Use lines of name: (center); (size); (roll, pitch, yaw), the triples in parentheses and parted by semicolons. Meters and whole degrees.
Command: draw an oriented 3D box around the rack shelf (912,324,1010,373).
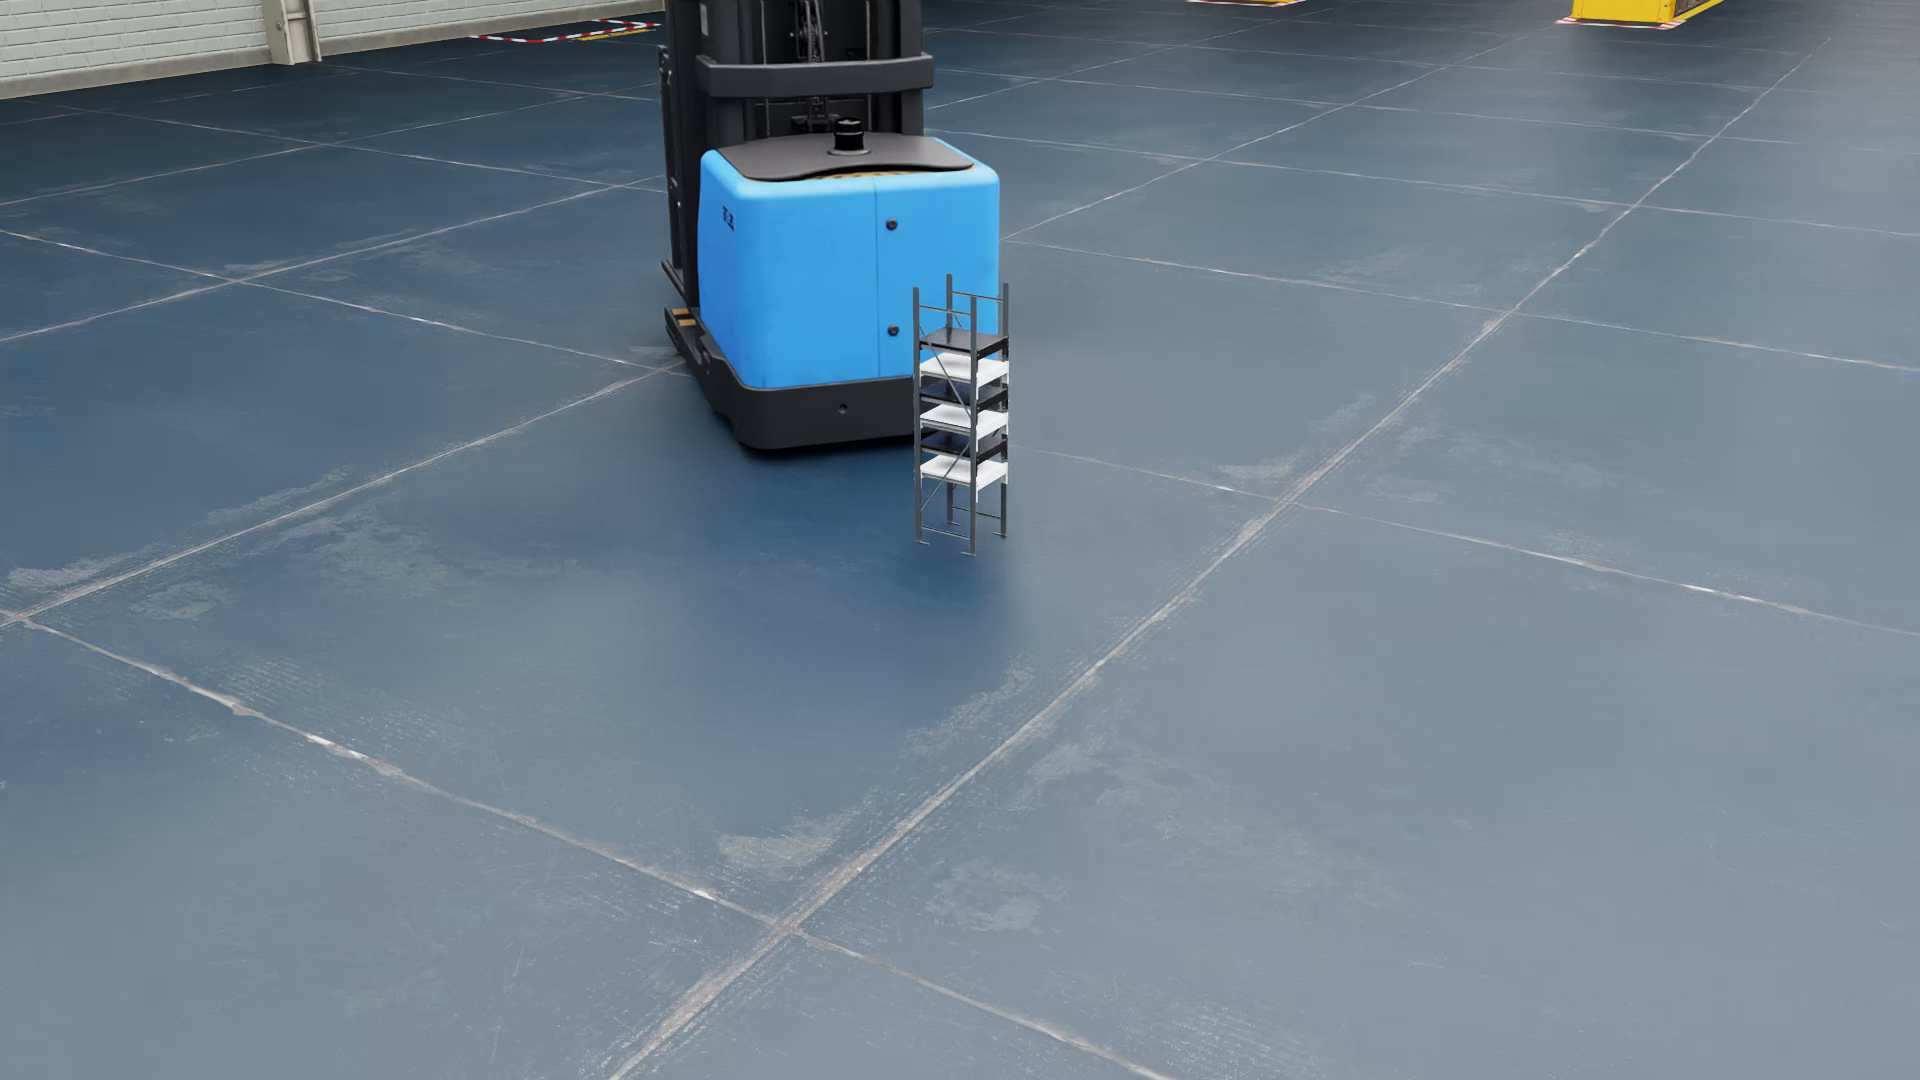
rack shelf: (0.004, -0.633, 5.484); (0.258, 0.077, 0.200); (14, 27, 29)

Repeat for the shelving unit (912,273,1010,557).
shelving unit: (0.004, -0.416, 5.578); (0.258, 0.900, 0.210); (14, 27, 29)

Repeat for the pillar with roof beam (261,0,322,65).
pillar with roof beam: (-3.178, -8.155, 13.260); (9.100, 9.000, 0.400); (14, 27, 29)

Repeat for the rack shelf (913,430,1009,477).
rack shelf: (0.004, -0.303, 5.627); (0.258, 0.077, 0.200); (14, 27, 29)

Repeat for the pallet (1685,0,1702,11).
pallet: (9.354, -7.299, 22.345); (1.003, 0.211, 1.213); (14, 27, 29)

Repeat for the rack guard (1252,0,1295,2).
rack guard: (4.058, -7.744, 23.010); (1.175, 0.500, 0.348); (14, 27, 29)

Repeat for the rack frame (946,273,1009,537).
rack frame: (0.058, -0.450, 5.657); (0.240, 0.900, 0.006); (14, 27, 29)

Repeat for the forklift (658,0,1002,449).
forklift: (-0.770, -2.250, 7.259); (1.130, 2.935, 3.031); (-7, 24, -16)

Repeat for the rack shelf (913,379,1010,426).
rack shelf: (0.004, -0.468, 5.555); (0.258, 0.077, 0.200); (14, 27, 29)

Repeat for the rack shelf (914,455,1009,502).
rack shelf: (0.004, -0.220, 5.662); (0.258, 0.077, 0.200); (14, 27, 29)

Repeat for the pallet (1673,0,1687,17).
pallet: (8.710, -6.889, 21.398); (1.003, 0.211, 1.213); (14, 27, 29)

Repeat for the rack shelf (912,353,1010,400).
rack shelf: (0.004, -0.550, 5.519); (0.258, 0.077, 0.200); (14, 27, 29)

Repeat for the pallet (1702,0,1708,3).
pallet: (9.997, -7.713, 23.300); (1.003, 0.211, 1.213); (14, 27, 29)

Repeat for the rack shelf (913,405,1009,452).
rack shelf: (0.004, -0.385, 5.591); (0.258, 0.077, 0.200); (14, 27, 29)

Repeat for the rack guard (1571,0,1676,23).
rack guard: (8.277, -6.749, 20.710); (1.175, 0.500, 0.348); (14, 27, 29)

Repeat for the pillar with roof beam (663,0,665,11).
pillar with roof beam: (-0.013, -10.180, 17.938); (9.100, 9.000, 0.400); (14, 27, 29)

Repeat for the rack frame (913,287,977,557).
rack frame: (-0.049, -0.381, 5.498); (0.240, 0.900, 0.006); (14, 27, 29)
